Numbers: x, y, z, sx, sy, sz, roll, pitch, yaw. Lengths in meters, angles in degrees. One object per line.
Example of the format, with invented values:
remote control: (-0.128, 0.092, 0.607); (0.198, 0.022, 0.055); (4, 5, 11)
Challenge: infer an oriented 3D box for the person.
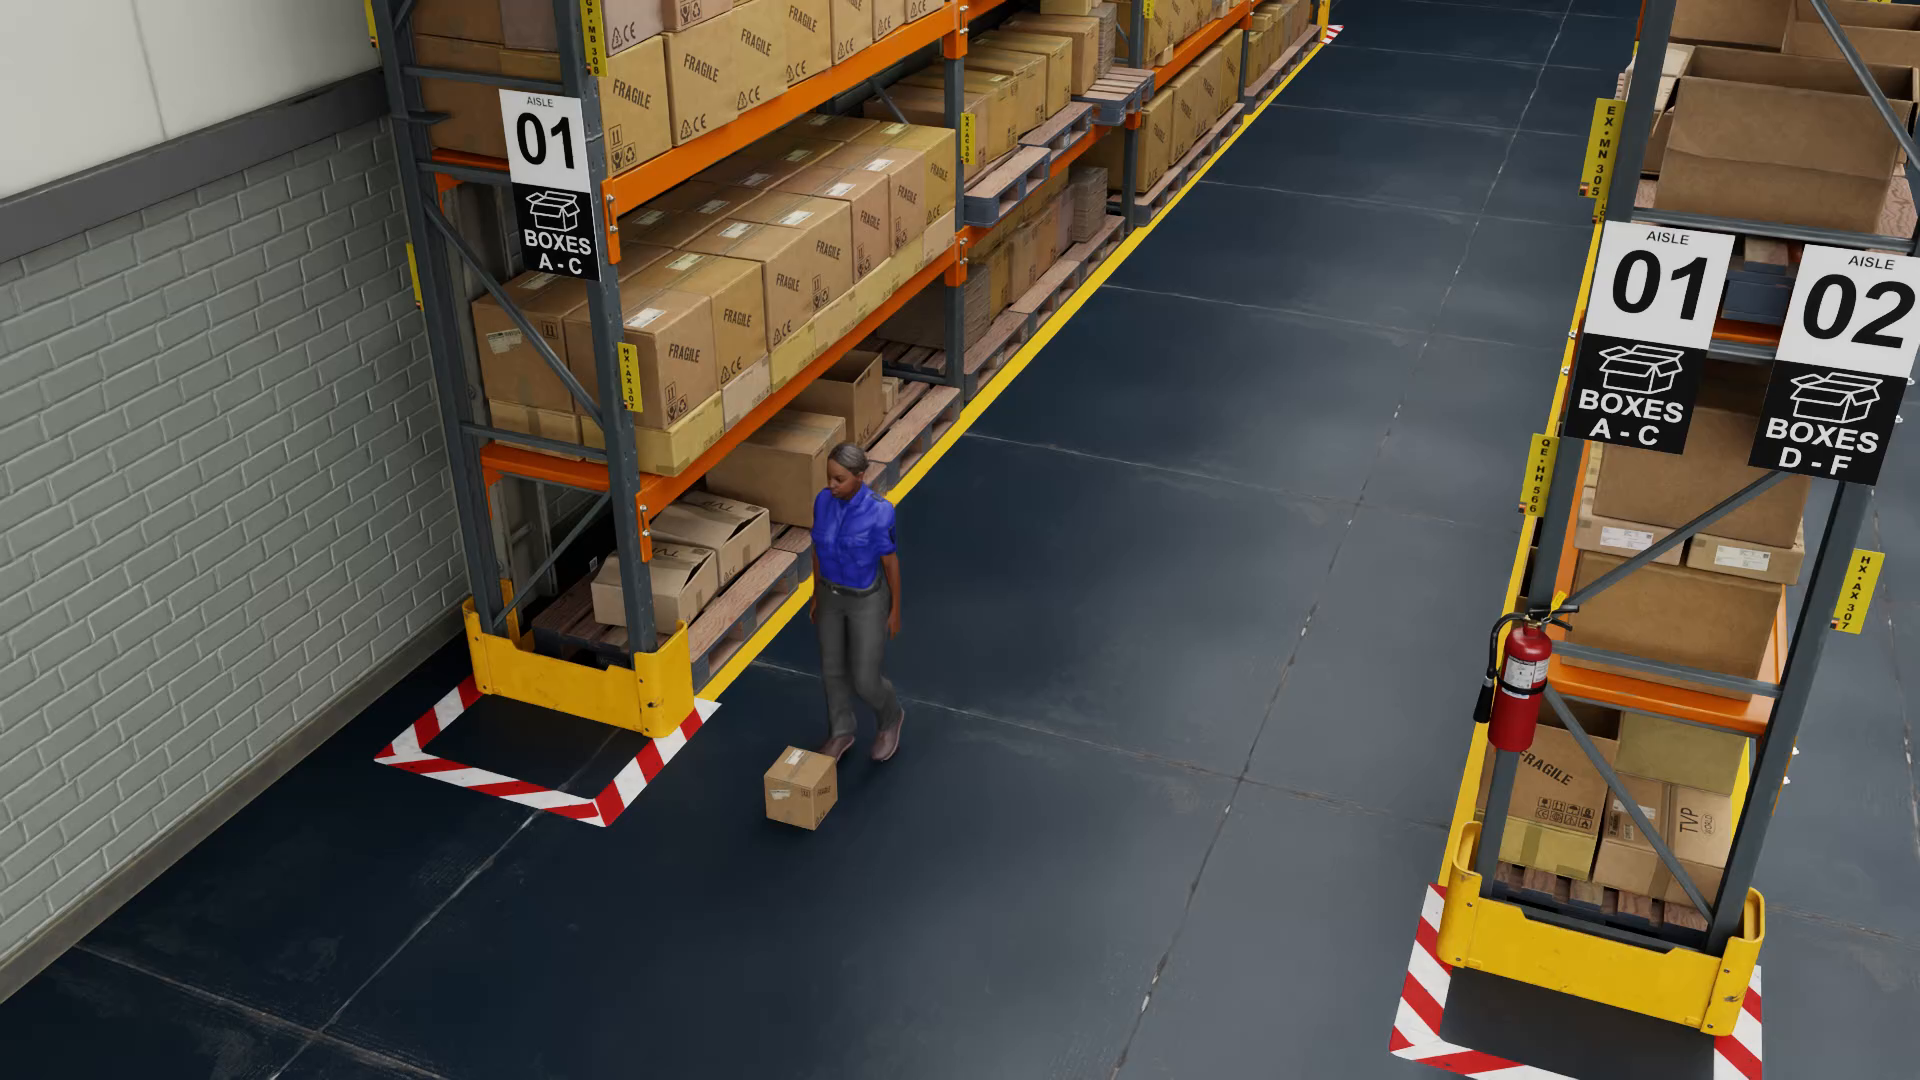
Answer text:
person: (-0.526, 0.330, 7.813); (0.471, 1.695, 0.466); (16, 33, 26)
